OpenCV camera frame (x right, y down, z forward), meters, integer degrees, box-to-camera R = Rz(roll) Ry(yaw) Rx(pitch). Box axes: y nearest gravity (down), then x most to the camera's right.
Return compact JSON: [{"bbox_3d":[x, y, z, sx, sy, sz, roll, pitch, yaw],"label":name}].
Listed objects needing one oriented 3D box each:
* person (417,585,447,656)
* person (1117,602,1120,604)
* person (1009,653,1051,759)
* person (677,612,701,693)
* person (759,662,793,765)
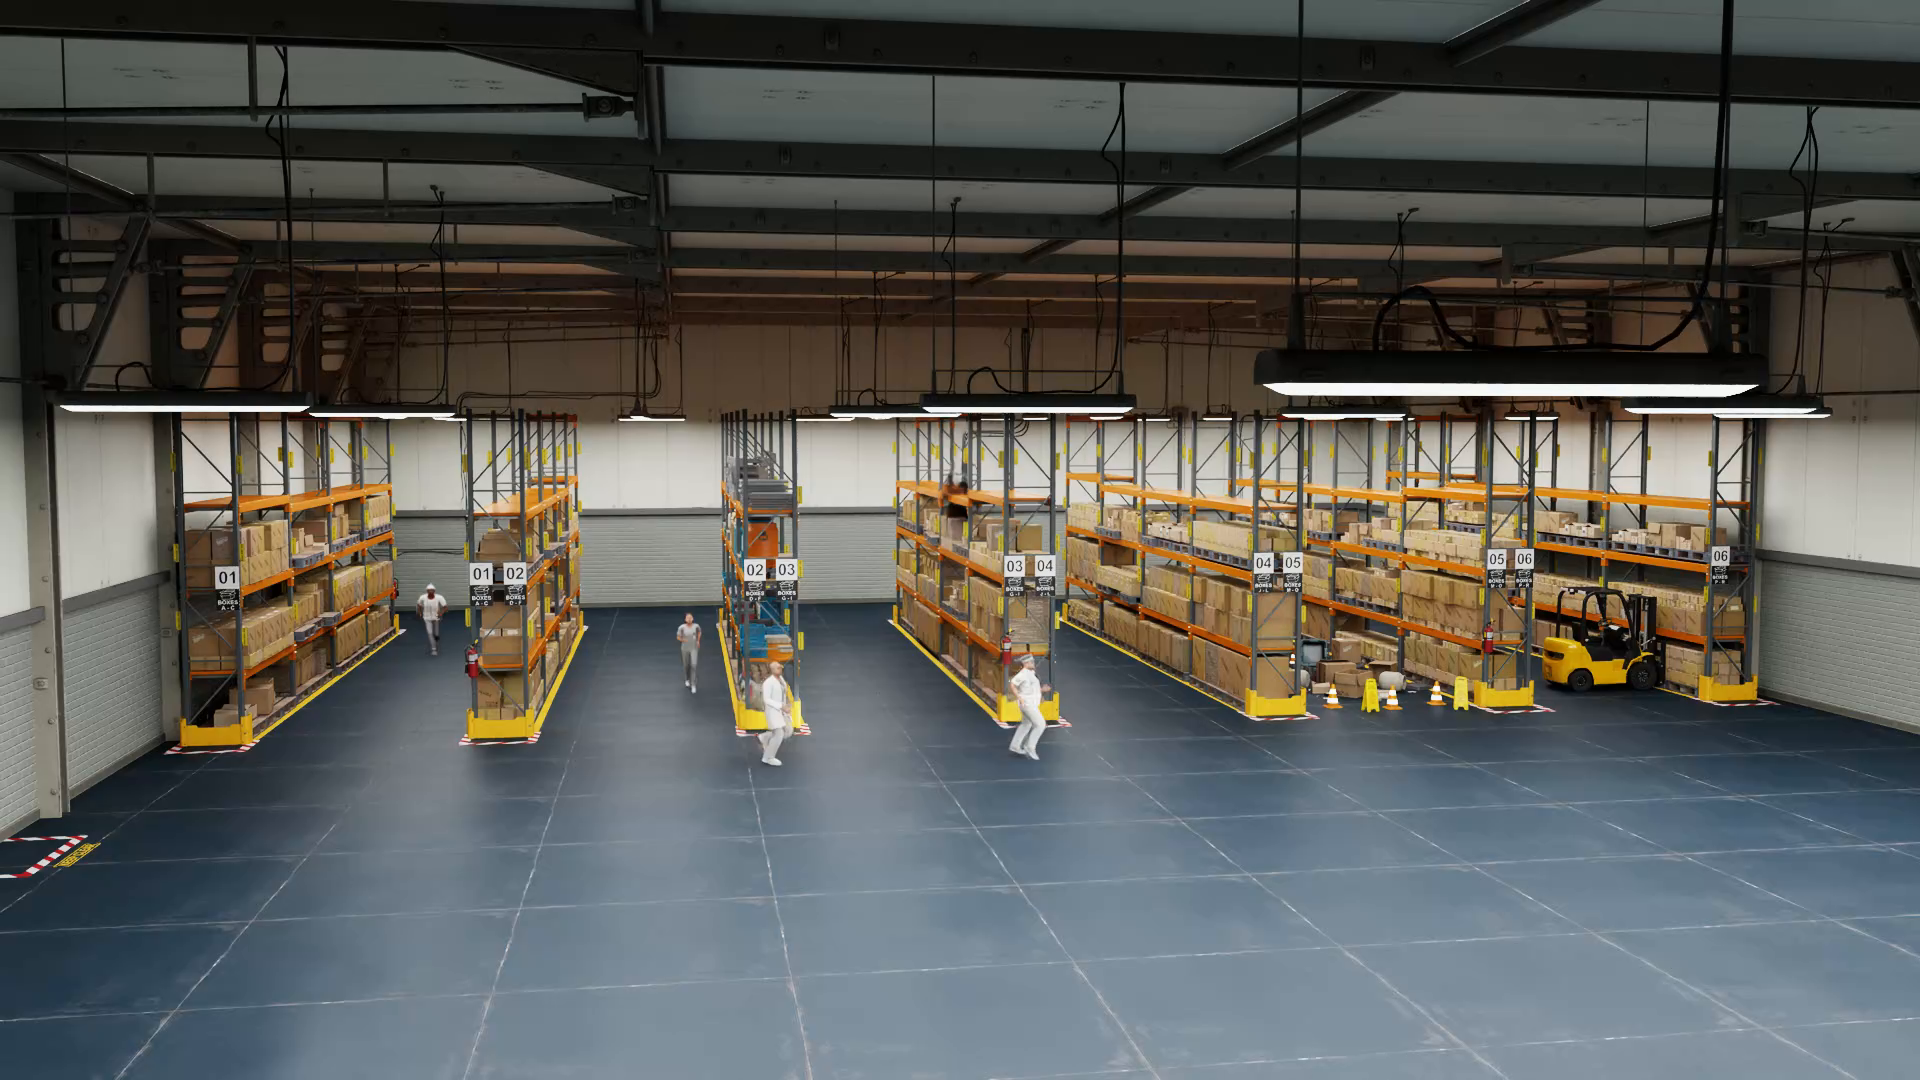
[{"bbox_3d":[-13.157,1.971,41.464,0.726,1.749,0.902,-1,4,-13],"label":"person"},{"bbox_3d":[4.778,1.491,49.204,0.739,1.656,0.639,4,5,43],"label":"person"},{"bbox_3d":[1.193,2.857,28.556,0.747,1.834,0.633,1,4,10],"label":"person"},{"bbox_3d":[-5.820,2.388,35.739,0.518,1.696,0.887,-1,4,-8],"label":"person"},{"bbox_3d":[-3.096,2.912,28.009,0.697,1.743,0.740,2,4,24],"label":"person"}]
